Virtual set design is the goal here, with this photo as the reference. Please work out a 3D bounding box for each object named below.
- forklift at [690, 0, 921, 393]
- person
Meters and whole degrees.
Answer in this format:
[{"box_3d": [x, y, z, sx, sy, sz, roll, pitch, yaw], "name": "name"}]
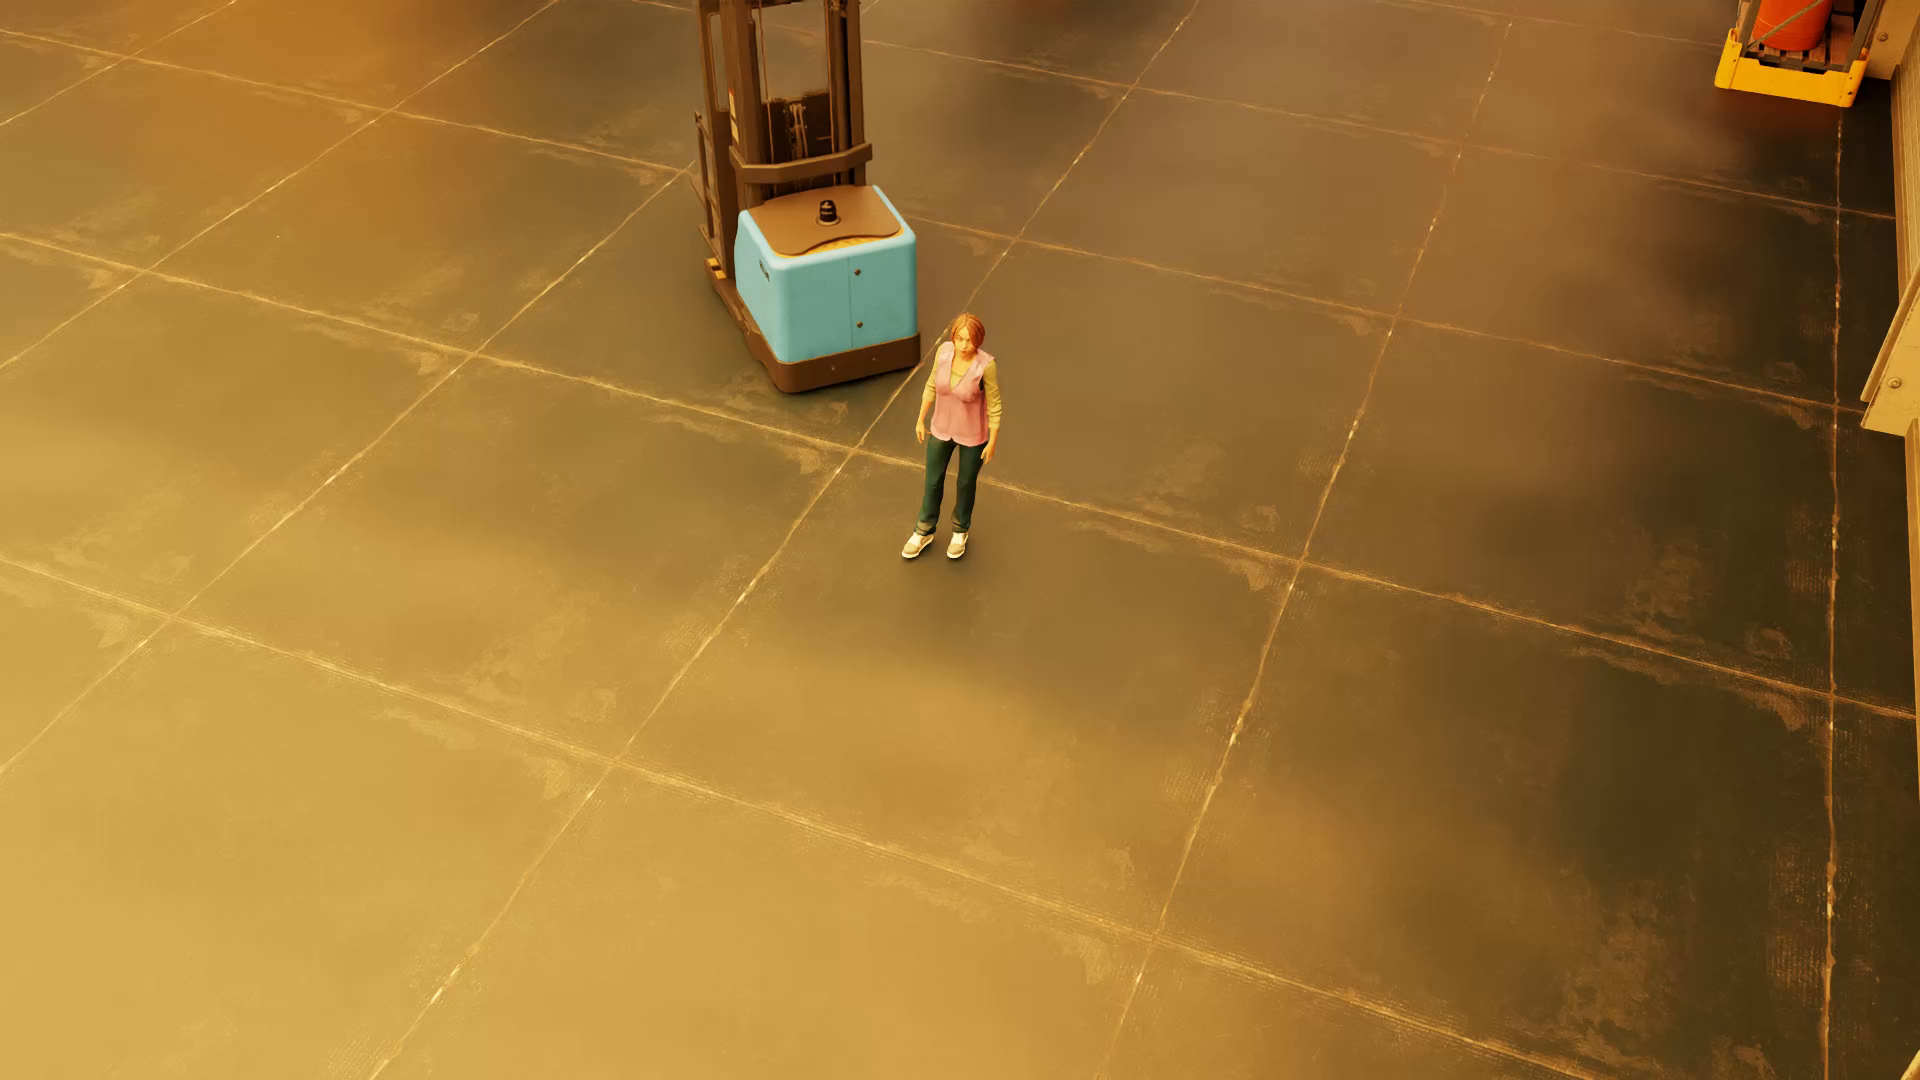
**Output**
[{"box_3d": [-1.302, -3.081, 11.687, 1.130, 2.935, 3.031, -15, 42, -17], "name": "forklift"}, {"box_3d": [-0.041, -0.578, 9.724, 0.520, 1.596, 0.475, 15, 42, 17], "name": "person"}]
